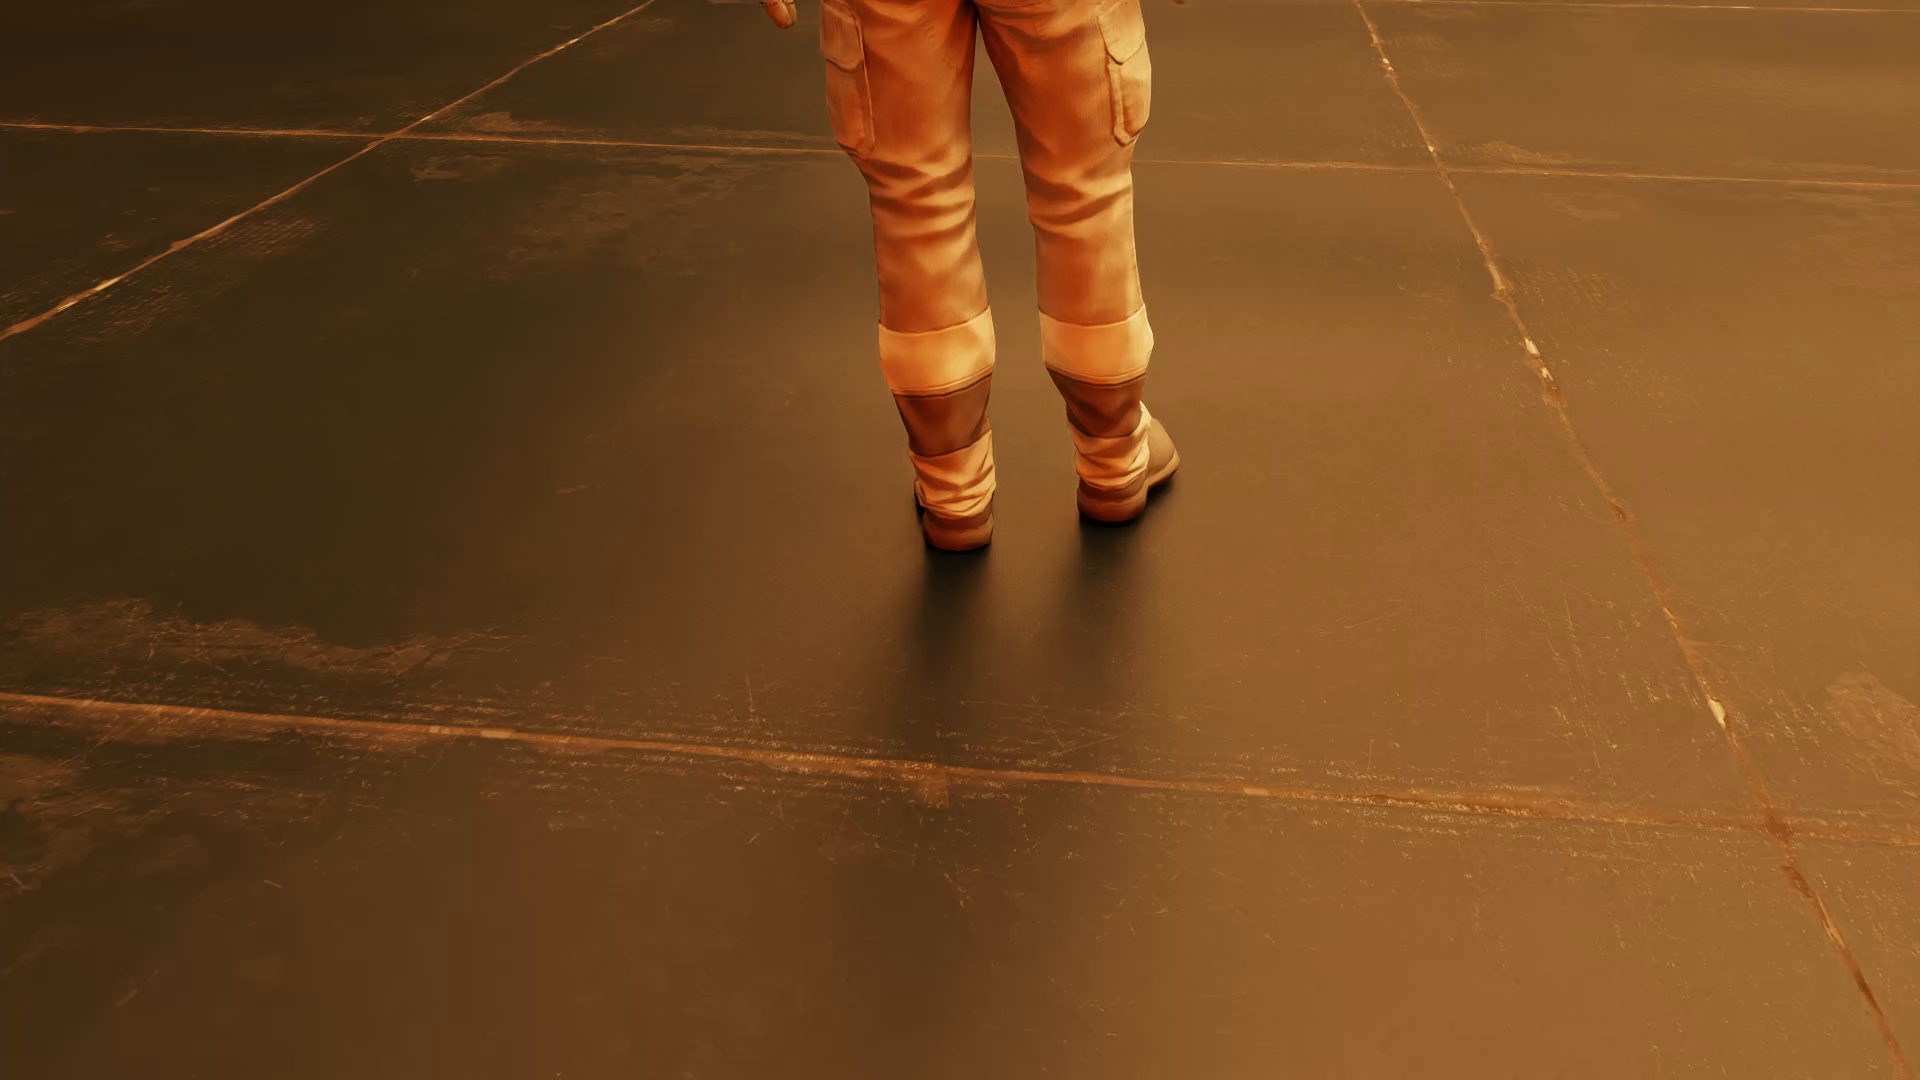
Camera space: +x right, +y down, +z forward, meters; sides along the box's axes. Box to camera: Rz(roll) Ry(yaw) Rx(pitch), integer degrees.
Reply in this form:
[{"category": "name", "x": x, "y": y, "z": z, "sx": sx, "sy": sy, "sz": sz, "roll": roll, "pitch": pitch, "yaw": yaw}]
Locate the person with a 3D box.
[{"category": "person", "x": 0.021, "y": -0.842, "z": 2.169, "sx": 0.638, "sy": 1.789, "sz": 0.560, "roll": 3, "pitch": 27, "yaw": 7}]
